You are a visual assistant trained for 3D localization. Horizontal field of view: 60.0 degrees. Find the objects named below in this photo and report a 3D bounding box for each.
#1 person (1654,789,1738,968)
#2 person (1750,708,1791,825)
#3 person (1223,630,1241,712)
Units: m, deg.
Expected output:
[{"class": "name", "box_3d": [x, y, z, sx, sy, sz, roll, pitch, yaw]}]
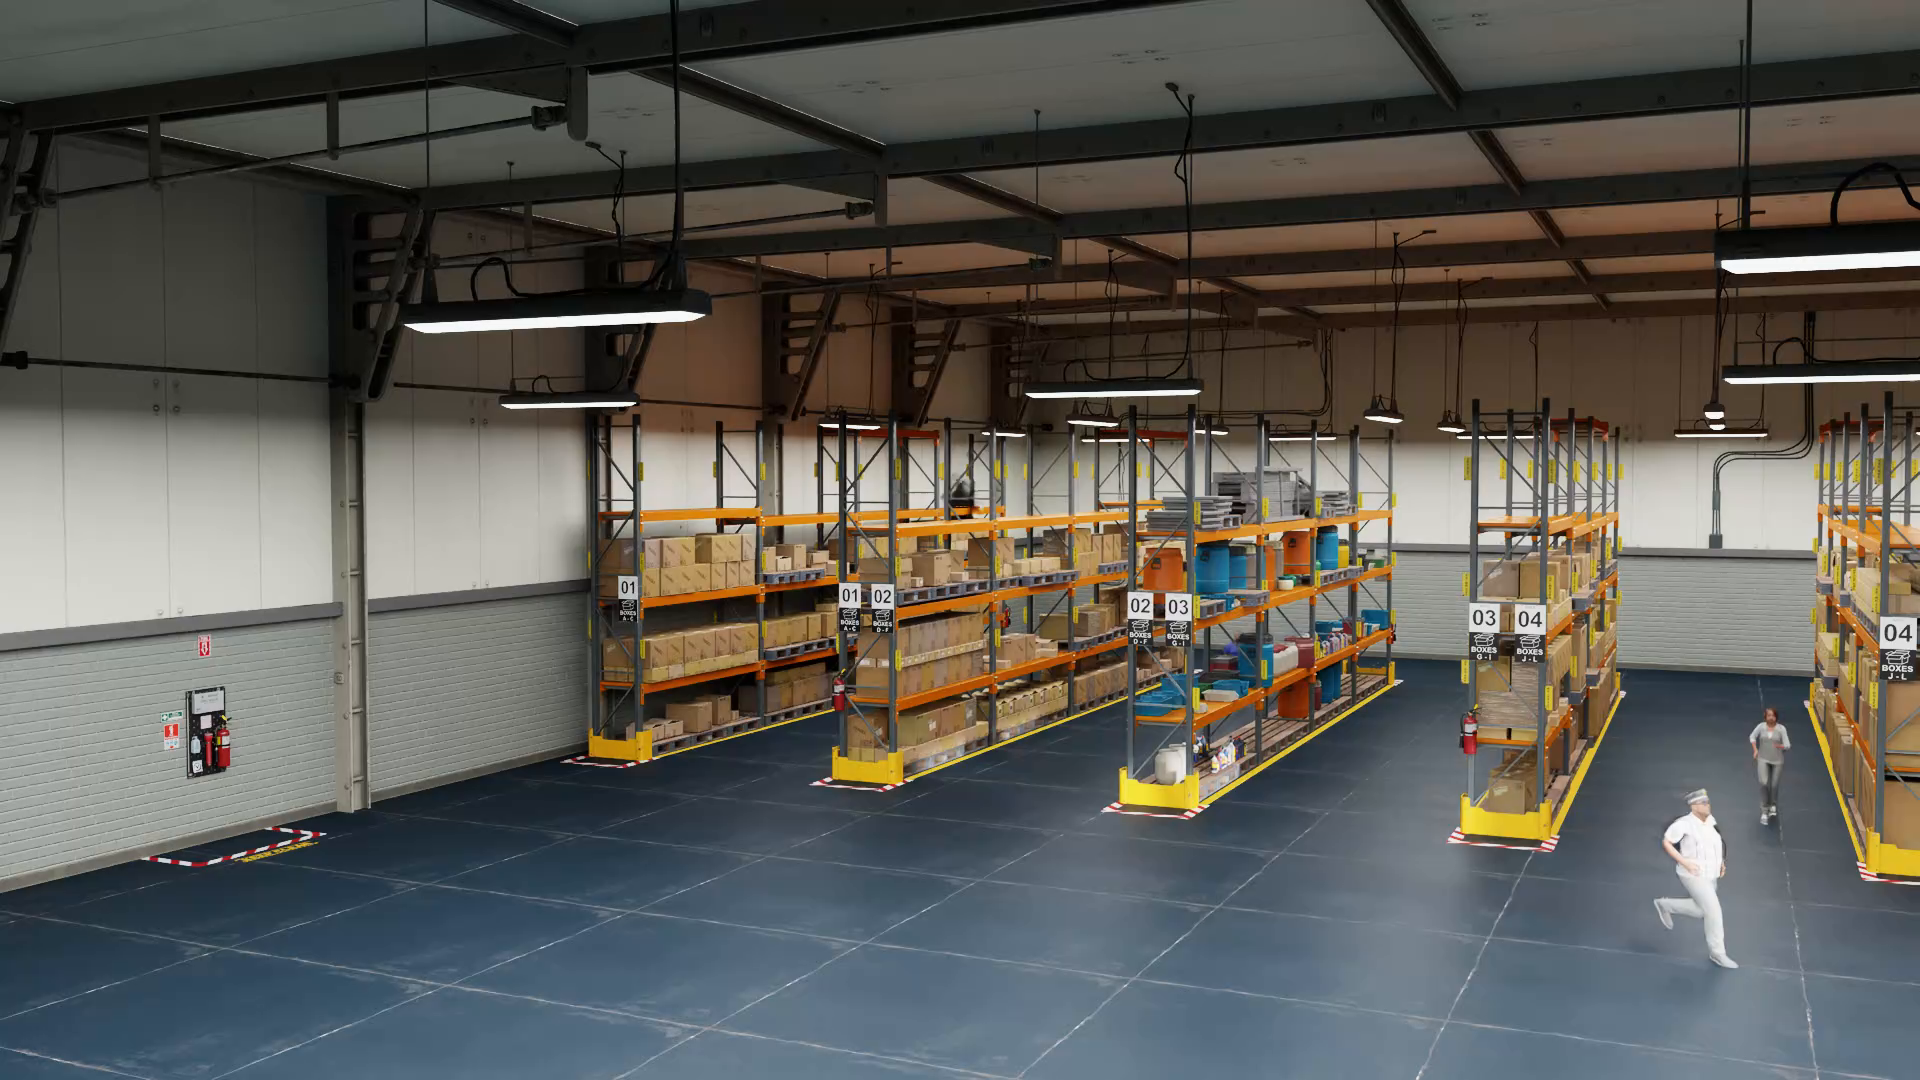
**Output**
[{"class": "person", "box_3d": [7.606, 3.445, 17.183, 0.645, 1.777, 1.007, -2, 3, -36]}, {"class": "person", "box_3d": [11.601, 3.215, 23.818, 0.522, 1.636, 0.690, 1, 3, 25]}, {"class": "person", "box_3d": [5.804, 2.720, 34.833, 0.604, 1.663, 0.900, 1, 3, 22]}]
